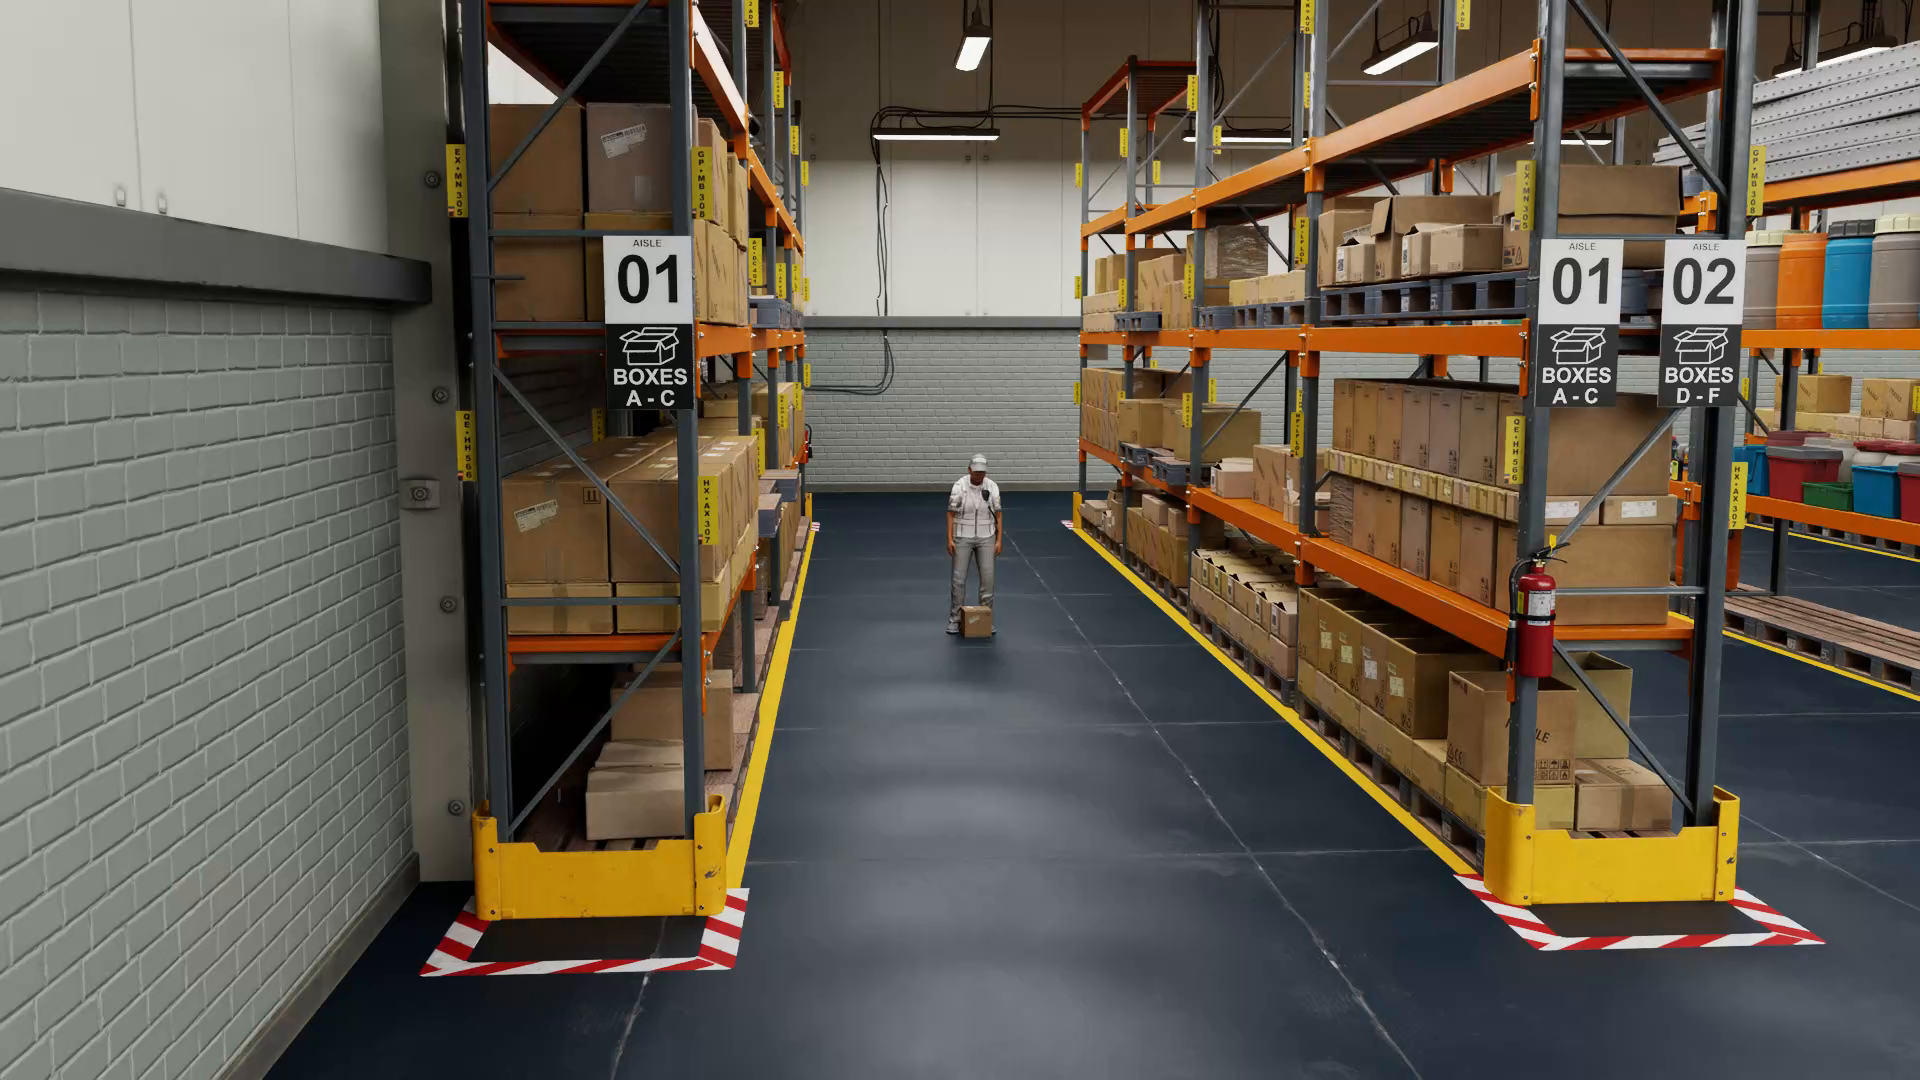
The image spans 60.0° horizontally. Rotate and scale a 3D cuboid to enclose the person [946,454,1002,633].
[{"bbox_3d":[0.130,0.025,15.521,0.543,1.665,0.466,-1,7,-6],"label":"person"}]
